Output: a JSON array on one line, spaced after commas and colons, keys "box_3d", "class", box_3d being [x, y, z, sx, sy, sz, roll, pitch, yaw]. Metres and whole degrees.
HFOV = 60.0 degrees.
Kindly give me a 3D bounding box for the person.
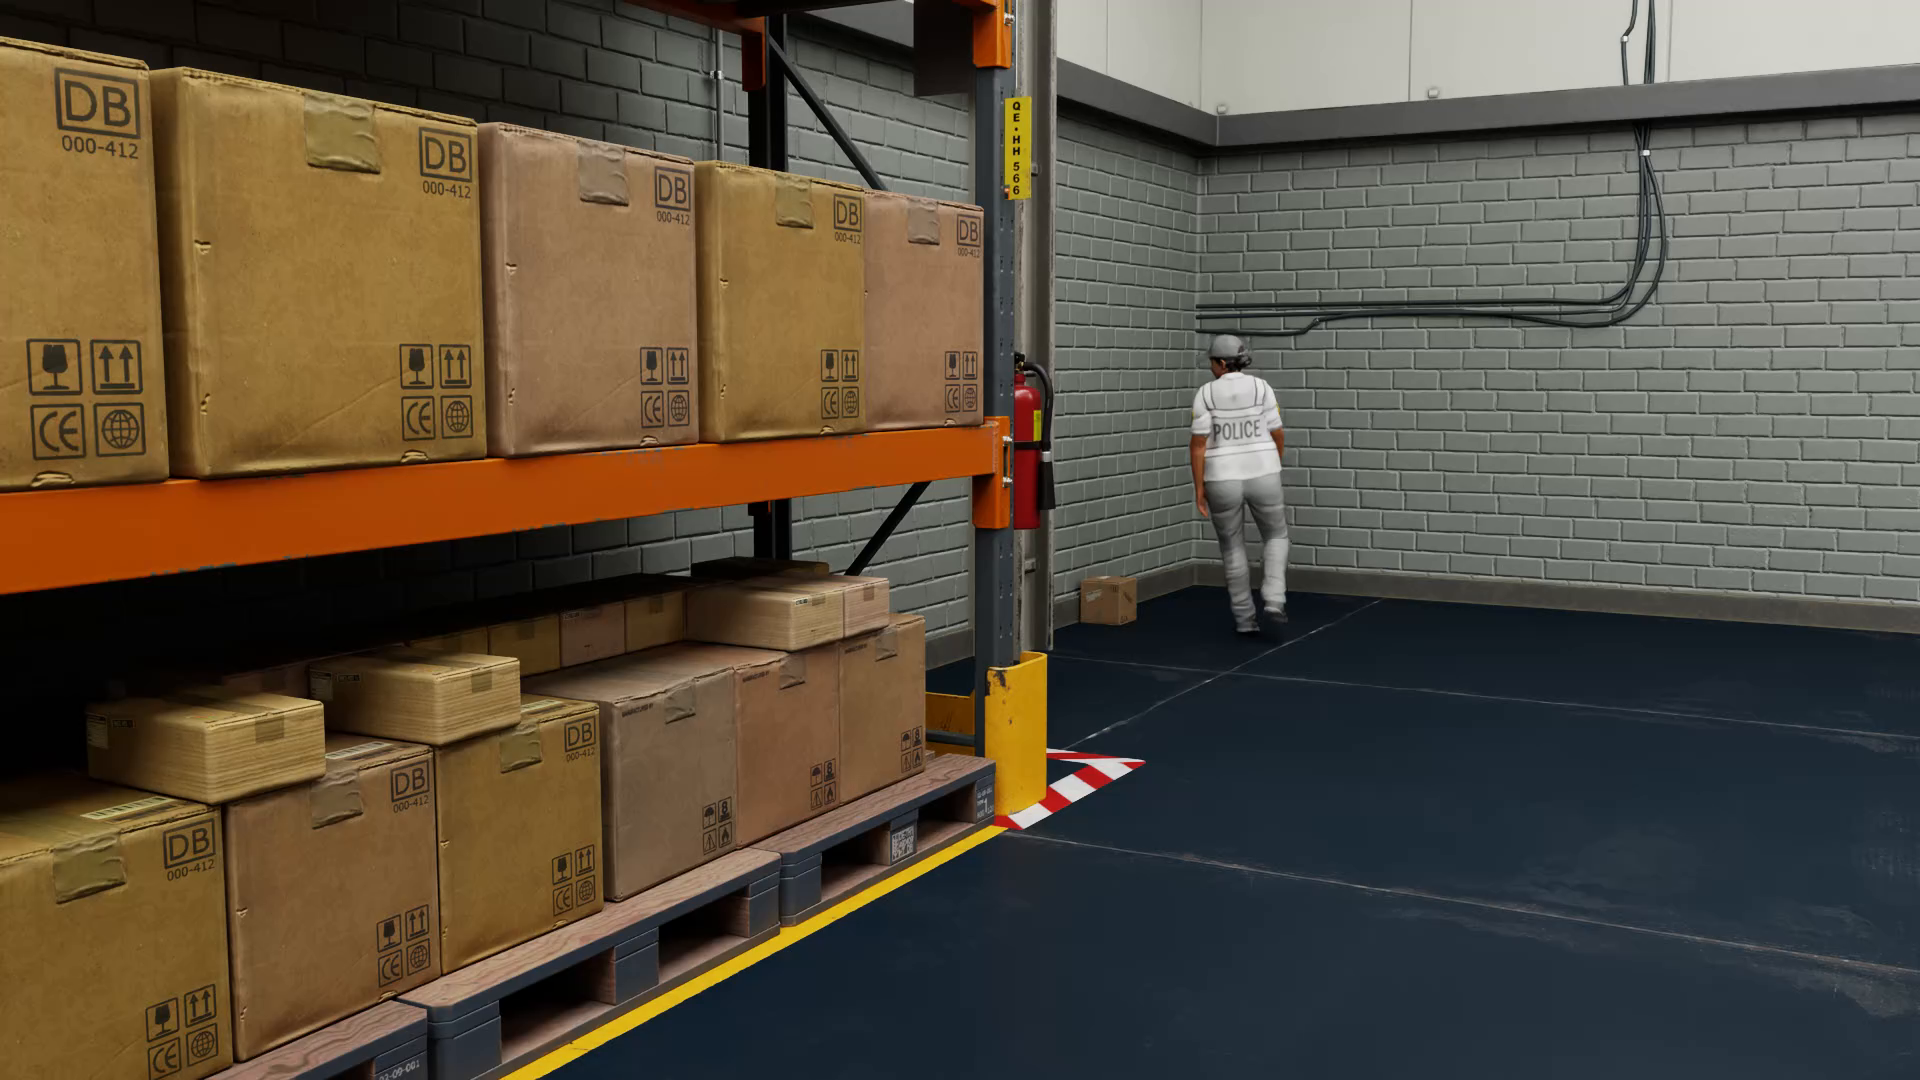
[{"box_3d": [1.538, -0.294, 9.143, 0.552, 1.664, 0.551, 1, 6, 9], "class": "person"}]
